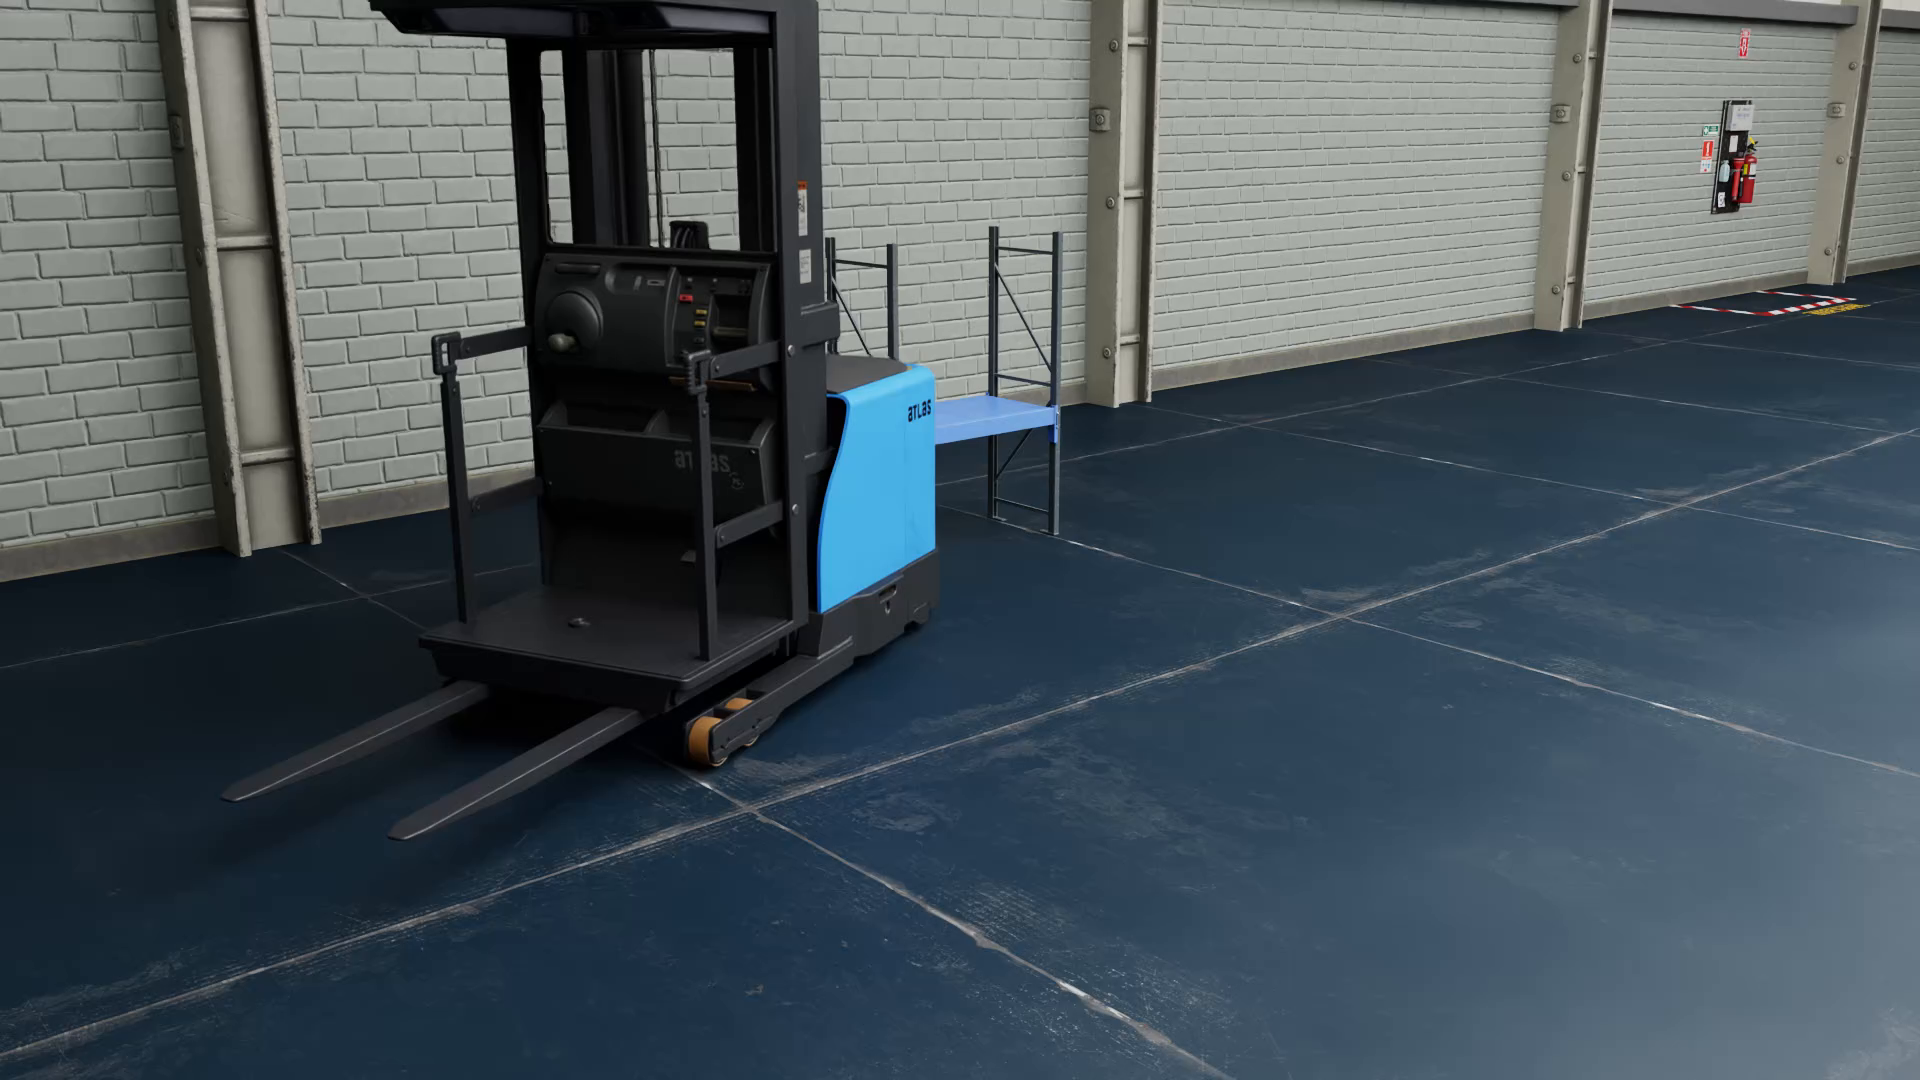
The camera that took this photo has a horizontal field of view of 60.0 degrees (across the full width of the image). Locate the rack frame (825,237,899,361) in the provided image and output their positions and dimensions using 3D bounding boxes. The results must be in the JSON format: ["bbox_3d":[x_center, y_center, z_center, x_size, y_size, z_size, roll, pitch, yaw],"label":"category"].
[{"bbox_3d":[-0.448,-0.624,7.680,0.032,1.500,0.500,-13,19,-39],"label":"rack frame"}]

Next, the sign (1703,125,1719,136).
[{"bbox_3d":[7.822,-4.268,17.318,0.331,0.109,0.001,-13,19,-39],"label":"sign"}]

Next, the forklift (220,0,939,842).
[{"bbox_3d":[-1.156,-0.797,5.553,1.130,2.935,3.031,7,16,23],"label":"forklift"}]

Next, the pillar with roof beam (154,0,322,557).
[{"bbox_3d":[-0.566,-3.491,3.882,0.400,9.000,9.100,-13,19,-39],"label":"pillar with roof beam"}]

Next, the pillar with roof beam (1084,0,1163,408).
[{"bbox_3d":[3.960,-4.507,7.687,0.400,9.000,9.100,-13,19,-39],"label":"pillar with roof beam"}]

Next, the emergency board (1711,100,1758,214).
[{"bbox_3d":[8.298,-4.069,17.670,0.643,1.169,0.194,-13,19,-39],"label":"emergency board"}]

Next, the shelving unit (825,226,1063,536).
[{"bbox_3d":[-0.064,-0.710,8.002,1.048,1.500,0.538,-13,19,-39],"label":"shelving unit"}]

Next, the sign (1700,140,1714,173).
[{"bbox_3d":[7.813,-4.012,17.390,0.234,0.329,0.001,-13,19,-39],"label":"sign"}]

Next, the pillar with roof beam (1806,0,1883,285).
[{"bbox_3d":[13.013,-6.540,15.298,0.400,9.000,9.100,-13,19,-39],"label":"pillar with roof beam"}]

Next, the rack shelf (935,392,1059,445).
[{"bbox_3d":[-0.064,-0.536,8.049,1.000,0.185,0.538,-13,19,-39],"label":"rack shelf"}]

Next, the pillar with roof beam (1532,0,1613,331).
[{"bbox_3d":[8.486,-5.524,11.492,0.400,9.000,9.100,-13,19,-39],"label":"pillar with roof beam"}]

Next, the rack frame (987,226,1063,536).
[{"bbox_3d":[0.319,-0.796,8.325,0.032,1.500,0.500,-13,19,-39],"label":"rack frame"}]

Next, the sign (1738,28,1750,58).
[{"bbox_3d":[8.226,-5.207,17.438,0.199,0.298,0.001,-13,19,-39],"label":"sign"}]

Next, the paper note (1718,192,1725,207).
[{"bbox_3d":[8.119,-3.627,17.722,0.142,0.148,0.016,-13,19,-39],"label":"paper note"}]
